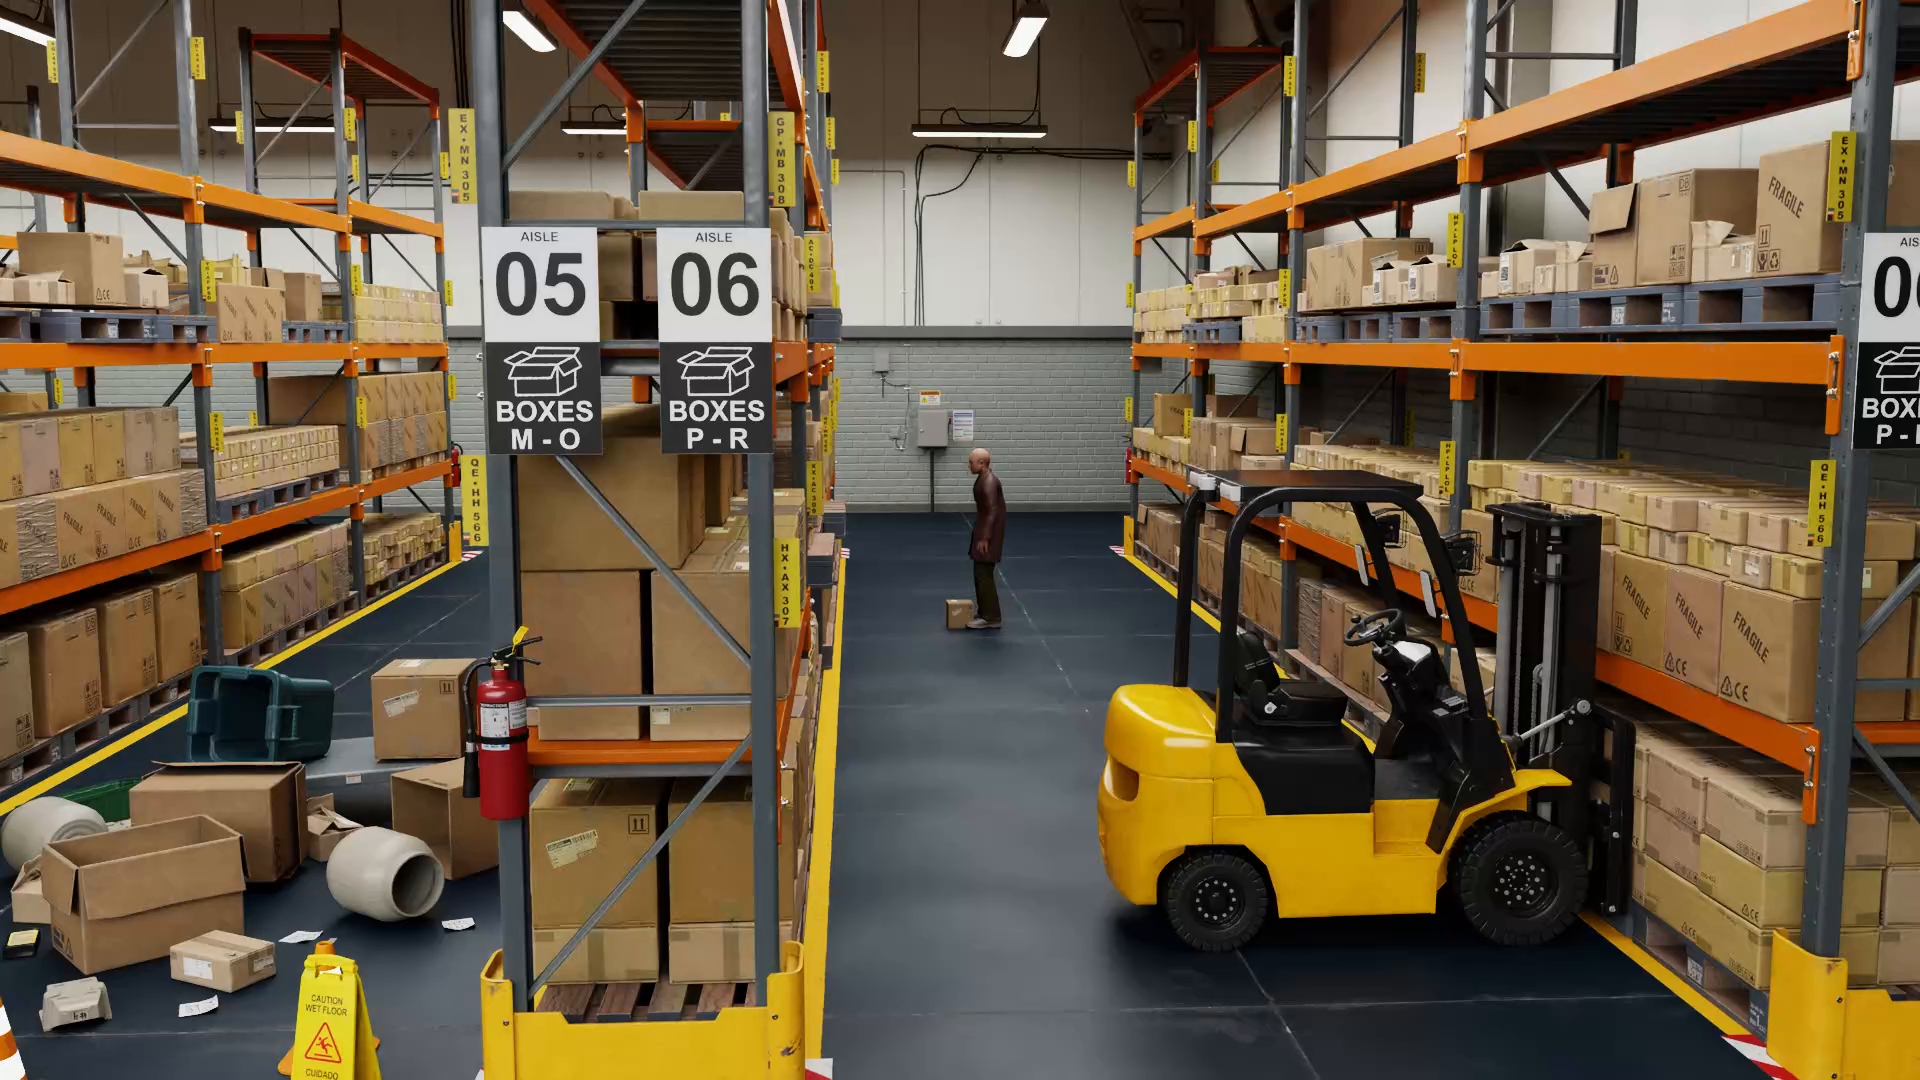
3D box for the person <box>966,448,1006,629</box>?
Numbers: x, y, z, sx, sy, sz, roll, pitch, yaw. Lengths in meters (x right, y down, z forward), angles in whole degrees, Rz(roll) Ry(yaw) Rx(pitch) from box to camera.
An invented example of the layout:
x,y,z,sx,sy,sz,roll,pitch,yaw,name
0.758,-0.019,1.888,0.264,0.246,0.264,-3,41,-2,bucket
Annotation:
x,y,z,sx,sy,sz,roll,pitch,yaw,name
0.246,-0.023,16.496,0.419,1.774,0.645,0,7,-4,person
